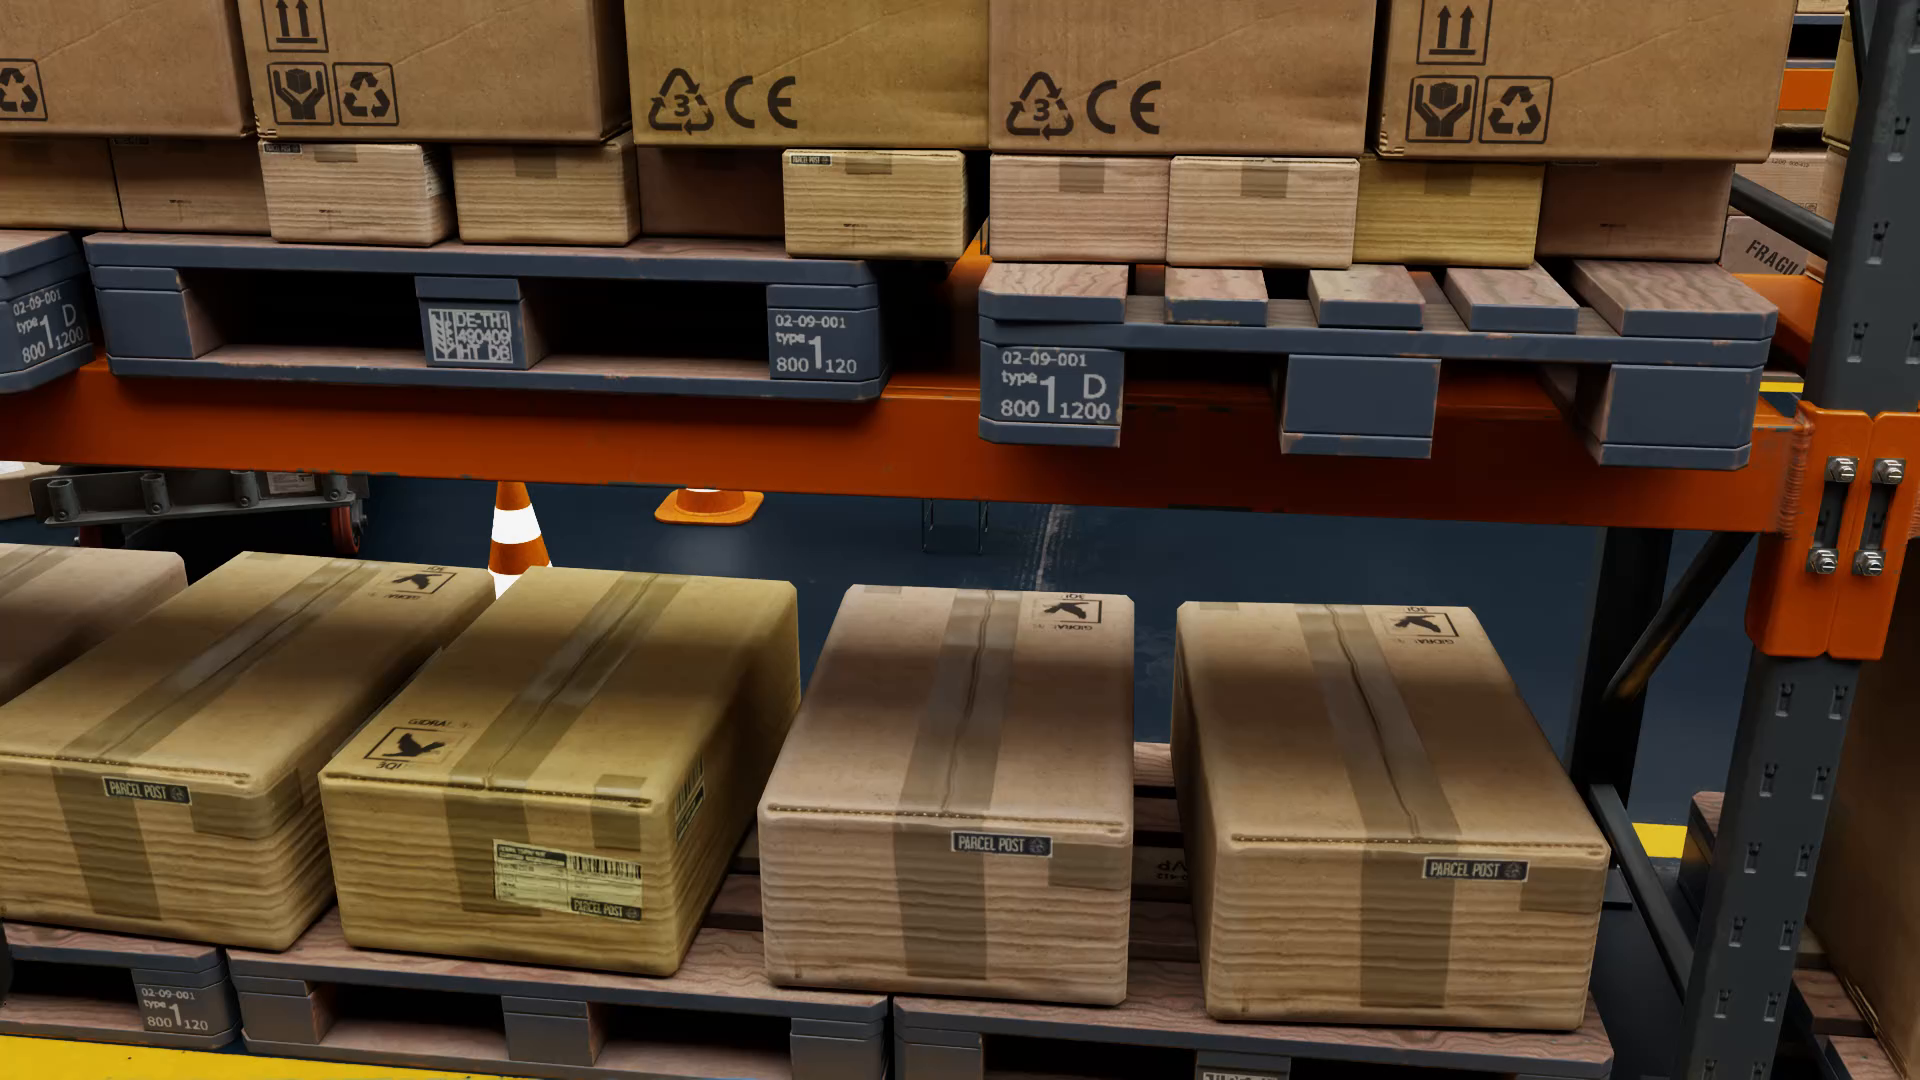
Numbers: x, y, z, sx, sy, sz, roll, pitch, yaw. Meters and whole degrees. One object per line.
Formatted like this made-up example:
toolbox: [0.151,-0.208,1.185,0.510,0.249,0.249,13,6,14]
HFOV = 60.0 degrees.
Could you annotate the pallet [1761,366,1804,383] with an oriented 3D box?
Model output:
pallet: [3.777,-0.949,7.553,1.213,0.211,1.003,2,22,6]

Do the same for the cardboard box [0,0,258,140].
cardboard box: [-1.242,-0.902,2.530,0.500,0.500,0.500,2,22,6]

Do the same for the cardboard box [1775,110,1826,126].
cardboard box: [5.812,-3.195,11.759,0.875,0.875,1.225,3,22,6]

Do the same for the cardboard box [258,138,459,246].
cardboard box: [-0.858,-0.568,2.566,0.250,0.149,0.380,3,22,8]

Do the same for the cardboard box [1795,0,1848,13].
cardboard box: [3.531,-2.262,6.853,0.250,0.149,0.380,3,22,7]

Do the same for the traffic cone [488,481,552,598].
traffic cone: [-1.265,0.027,4.741,0.334,0.463,0.336,2,22,6]

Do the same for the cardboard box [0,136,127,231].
cardboard box: [-1.362,-0.609,2.672,0.250,0.149,0.380,3,22,7]

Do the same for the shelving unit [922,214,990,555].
shelving unit: [-0.014,-0.559,5.221,0.189,1.200,0.258,2,22,6]

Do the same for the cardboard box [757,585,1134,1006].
cardboard box: [0.017,0.448,3.230,0.625,0.372,0.950,2,22,5]

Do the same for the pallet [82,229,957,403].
pallet: [-0.660,-0.503,2.894,1.213,0.211,1.003,2,22,6]

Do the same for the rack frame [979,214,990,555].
rack frame: [0.076,-0.555,5.211,0.006,1.200,0.240,2,22,6]

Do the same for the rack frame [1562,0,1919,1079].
rack frame: [1.311,-0.522,2.680,0.127,3.000,1.000,2,22,6]

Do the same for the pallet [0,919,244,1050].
pallet: [-1.888,0.635,3.547,1.213,0.211,1.003,2,22,6]

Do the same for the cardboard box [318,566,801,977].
cardboard box: [-0.735,0.413,3.319,0.625,0.372,0.950,3,22,8]

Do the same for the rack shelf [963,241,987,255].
rack shelf: [-0.014,-0.852,5.105,0.180,0.103,0.258,2,22,6]

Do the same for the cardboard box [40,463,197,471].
cardboard box: [-2.481,-0.536,5.085,0.500,0.500,0.500,2,22,6]

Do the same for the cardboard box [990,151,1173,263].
cardboard box: [0.179,-0.522,2.451,0.250,0.149,0.380,1,22,4]

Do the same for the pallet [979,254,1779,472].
pallet: [0.591,-0.425,2.695,1.003,0.211,1.213,2,22,6]

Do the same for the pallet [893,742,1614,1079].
pallet: [0.535,0.740,3.280,1.213,0.211,1.003,2,22,6]

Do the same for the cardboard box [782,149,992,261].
cardboard box: [-0.096,-0.529,2.469,0.250,0.149,0.380,3,22,7]

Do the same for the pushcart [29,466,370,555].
pushcart: [-2.442,-0.310,5.711,0.936,0.377,1.648,-5,22,-12]

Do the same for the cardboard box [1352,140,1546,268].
cardboard box: [0.683,-0.514,2.430,0.250,0.149,0.380,3,22,7]

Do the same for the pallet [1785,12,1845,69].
pallet: [3.764,-2.174,7.119,1.213,0.211,1.003,2,22,6]

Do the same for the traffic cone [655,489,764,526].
traffic cone: [-0.859,-0.325,5.633,0.334,0.463,0.336,2,22,6]

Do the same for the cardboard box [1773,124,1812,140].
cardboard box: [3.509,-1.736,7.559,0.500,0.250,0.500,3,22,8]

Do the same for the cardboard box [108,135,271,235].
cardboard box: [-1.116,-0.598,2.643,0.250,0.149,0.380,3,22,7]

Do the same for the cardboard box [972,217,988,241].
cardboard box: [0.331,-1.578,7.841,0.750,0.750,1.050,3,22,7]

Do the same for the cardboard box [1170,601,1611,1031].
cardboard box: [0.751,0.477,3.157,0.625,0.372,0.950,1,22,3]

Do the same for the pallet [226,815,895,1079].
pallet: [-0.673,0.687,3.416,1.213,0.211,1.003,2,22,6]

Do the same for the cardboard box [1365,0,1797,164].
cardboard box: [0.827,-0.820,2.323,0.500,0.500,0.500,2,22,5]

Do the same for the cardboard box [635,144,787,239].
cardboard box: [-0.331,-0.586,2.612,0.250,0.149,0.380,3,22,7]

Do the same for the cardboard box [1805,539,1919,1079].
cardboard box: [1.987,0.331,2.841,0.875,0.875,0.875,2,22,6]

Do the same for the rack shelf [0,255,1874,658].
rack shelf: [-0.675,-0.274,3.031,4.000,0.370,1.077,2,22,6]

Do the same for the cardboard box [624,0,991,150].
cardboard box: [-0.189,-0.860,2.423,0.500,0.500,0.500,1,22,3]

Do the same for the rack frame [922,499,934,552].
rack frame: [-0.105,-0.563,5.231,0.006,1.200,0.240,2,22,6]

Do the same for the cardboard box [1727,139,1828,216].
cardboard box: [3.443,-1.549,7.087,0.500,0.250,0.500,3,22,7]

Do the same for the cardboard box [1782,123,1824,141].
cardboard box: [4.028,-1.716,7.510,0.500,0.250,0.500,3,22,8]

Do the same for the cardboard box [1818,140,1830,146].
cardboard box: [3.961,-1.527,7.031,0.500,0.250,0.500,2,22,4]

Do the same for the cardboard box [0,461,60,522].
cardboard box: [-3.218,-0.242,5.692,0.396,0.266,0.258,-14,25,-31]

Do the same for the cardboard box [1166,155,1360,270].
cardboard box: [0.428,-0.508,2.416,0.250,0.149,0.380,2,22,6]

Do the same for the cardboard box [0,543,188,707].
cardboard box: [-2.140,0.354,3.469,0.625,0.372,0.950,3,22,7]

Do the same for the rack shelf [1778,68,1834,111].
rack shelf: [3.779,-1.912,7.176,4.000,0.370,1.077,2,22,6]

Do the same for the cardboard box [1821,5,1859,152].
cardboard box: [1.822,-0.756,2.797,0.500,0.250,0.500,2,22,6]

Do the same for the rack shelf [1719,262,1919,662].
rack shelf: [3.297,-0.101,2.594,4.000,0.370,1.077,2,22,6]

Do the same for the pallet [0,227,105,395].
pallet: [-1.919,-0.520,2.935,1.213,0.211,1.003,2,22,6]

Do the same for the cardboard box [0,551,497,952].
cardboard box: [-1.426,0.383,3.393,0.625,0.372,0.950,4,22,10]

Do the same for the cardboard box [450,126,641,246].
cardboard box: [-0.590,-0.567,2.564,0.250,0.149,0.380,2,22,5]

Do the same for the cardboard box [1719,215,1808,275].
cardboard box: [3.476,-1.202,7.228,0.500,0.500,0.500,2,22,5]

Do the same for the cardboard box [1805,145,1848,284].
cardboard box: [1.844,-0.525,2.892,0.500,0.250,0.500,2,22,4]

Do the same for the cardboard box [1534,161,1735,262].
cardboard box: [0.958,-0.529,2.468,0.250,0.149,0.380,3,22,8]

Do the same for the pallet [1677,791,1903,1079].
pallet: [2.085,0.836,3.037,1.213,0.211,1.003,2,22,6]

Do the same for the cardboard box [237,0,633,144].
cardboard box: [-0.731,-0.884,2.484,0.500,0.500,0.500,2,22,4]

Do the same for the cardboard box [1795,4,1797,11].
cardboard box: [3.281,-2.274,6.883,0.250,0.149,0.380,3,22,8]

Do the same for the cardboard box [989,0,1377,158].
cardboard box: [0.312,-0.839,2.369,0.500,0.500,0.500,2,22,5]
